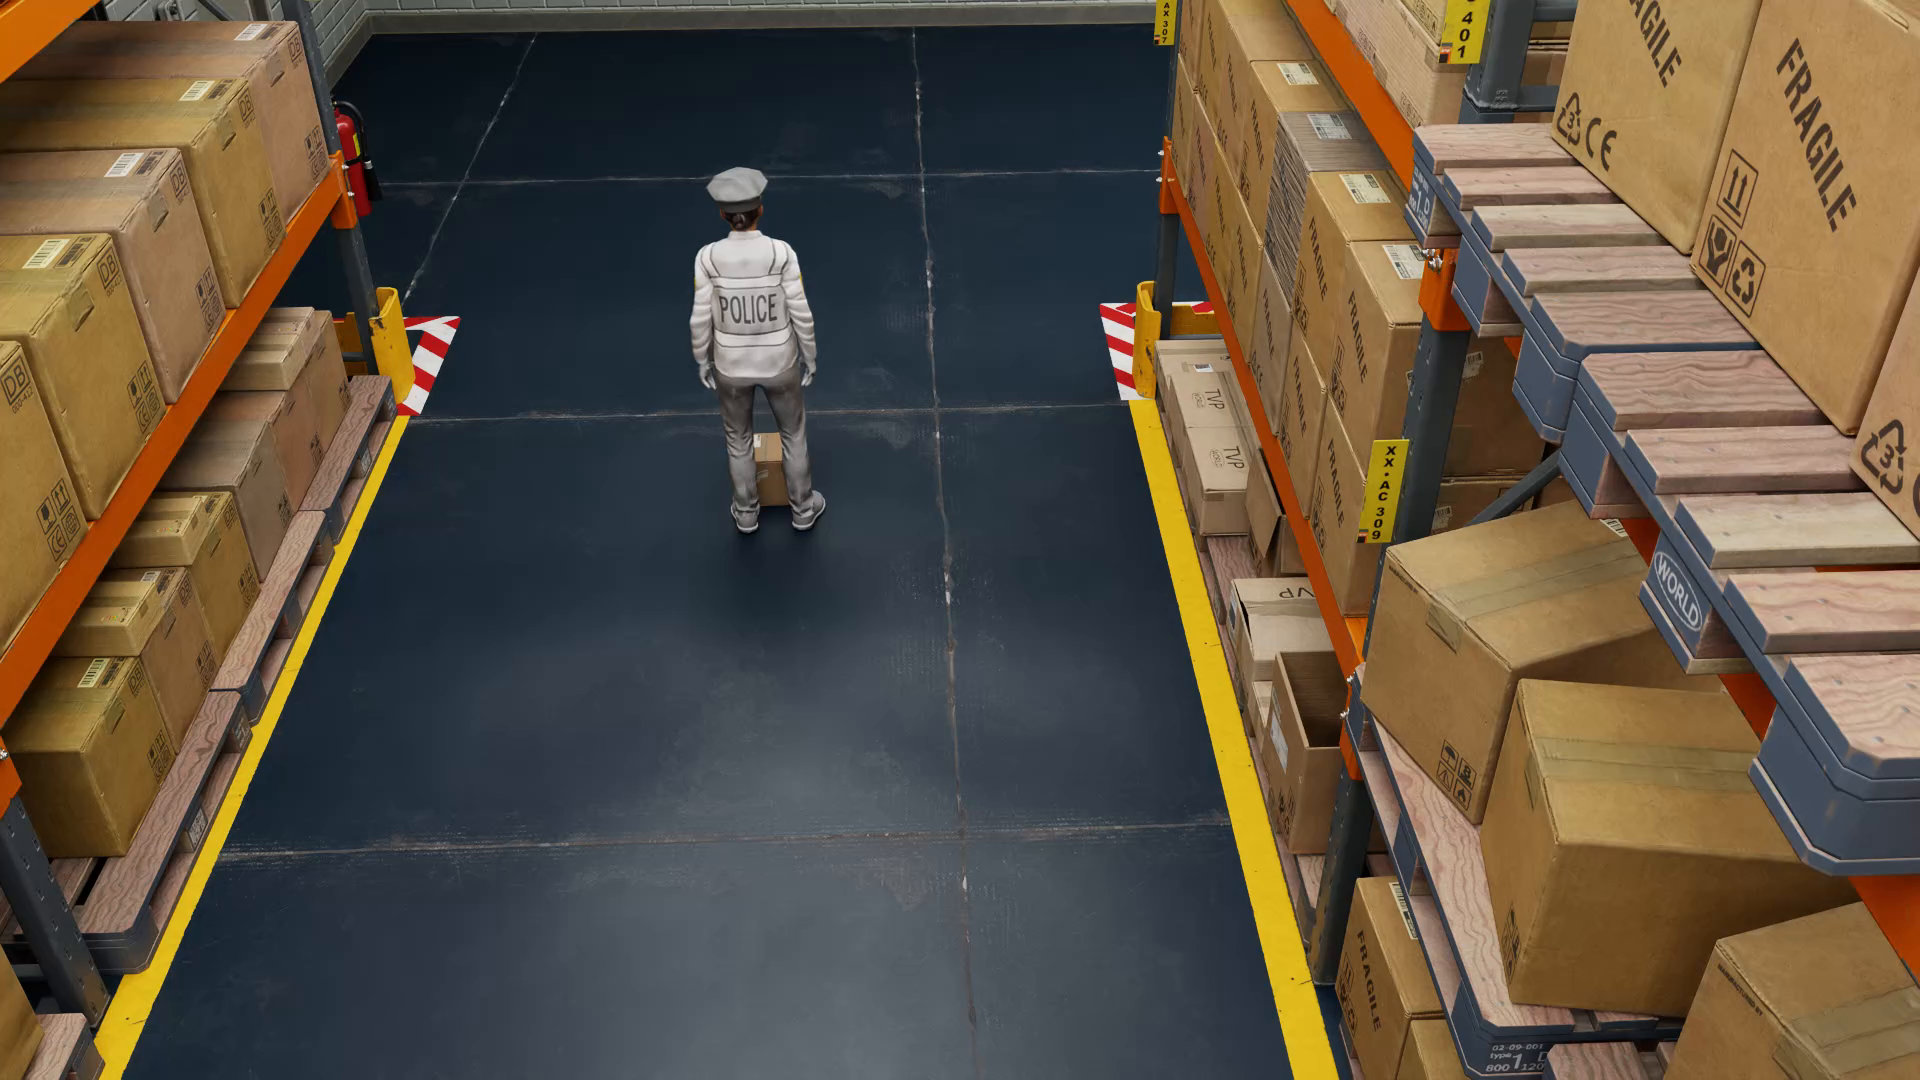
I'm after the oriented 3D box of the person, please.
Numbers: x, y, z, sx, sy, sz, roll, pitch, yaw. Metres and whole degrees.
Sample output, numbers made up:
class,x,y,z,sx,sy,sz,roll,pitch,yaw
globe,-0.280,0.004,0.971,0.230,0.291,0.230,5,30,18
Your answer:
class,x,y,z,sx,sy,sz,roll,pitch,yaw
person,-0.885,-0.771,7.226,0.531,1.663,0.377,-2,35,-3
